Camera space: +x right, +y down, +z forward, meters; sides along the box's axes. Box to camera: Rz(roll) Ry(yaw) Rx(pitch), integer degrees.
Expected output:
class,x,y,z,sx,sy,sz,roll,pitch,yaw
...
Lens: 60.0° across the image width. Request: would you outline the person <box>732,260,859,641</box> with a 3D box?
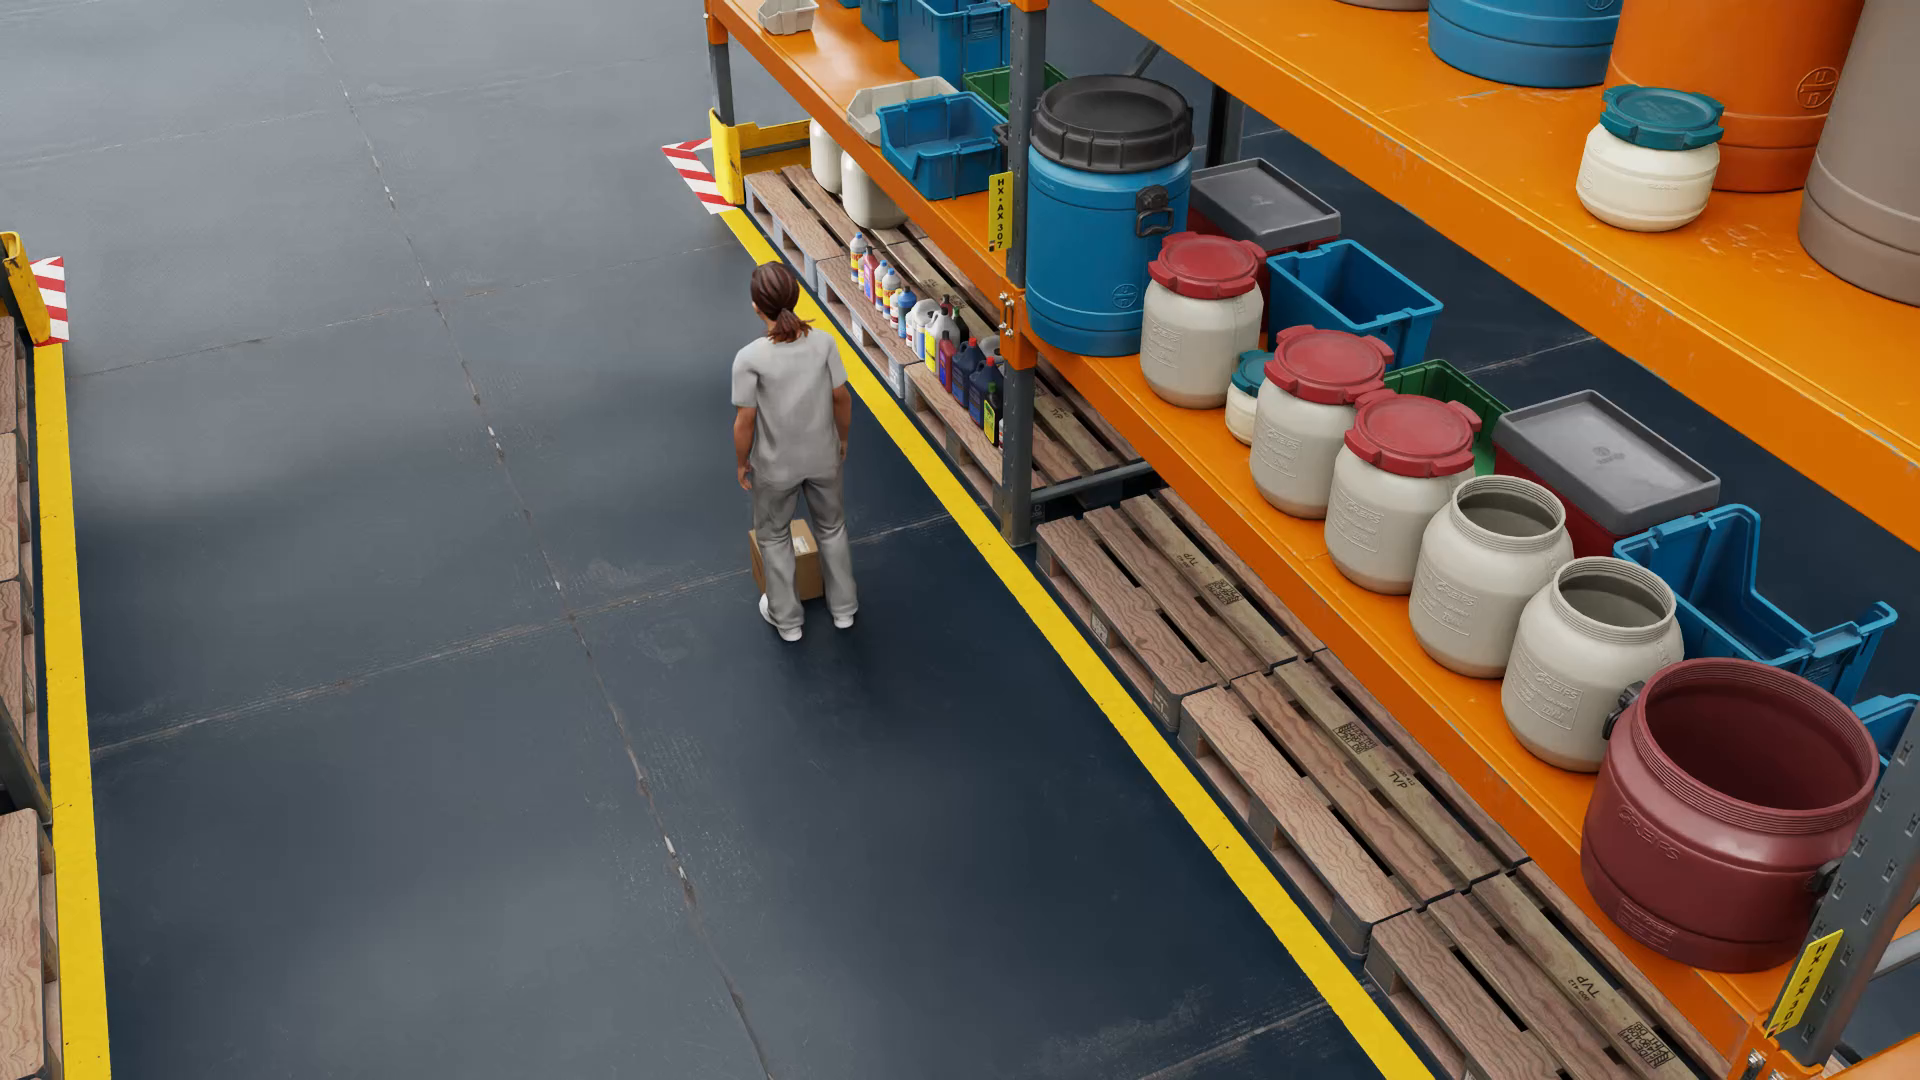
class,x,y,z,sx,sy,sz,roll,pitch,yaw
person,-0.653,-0.324,6.576,0.491,1.672,0.364,-14,40,-18
